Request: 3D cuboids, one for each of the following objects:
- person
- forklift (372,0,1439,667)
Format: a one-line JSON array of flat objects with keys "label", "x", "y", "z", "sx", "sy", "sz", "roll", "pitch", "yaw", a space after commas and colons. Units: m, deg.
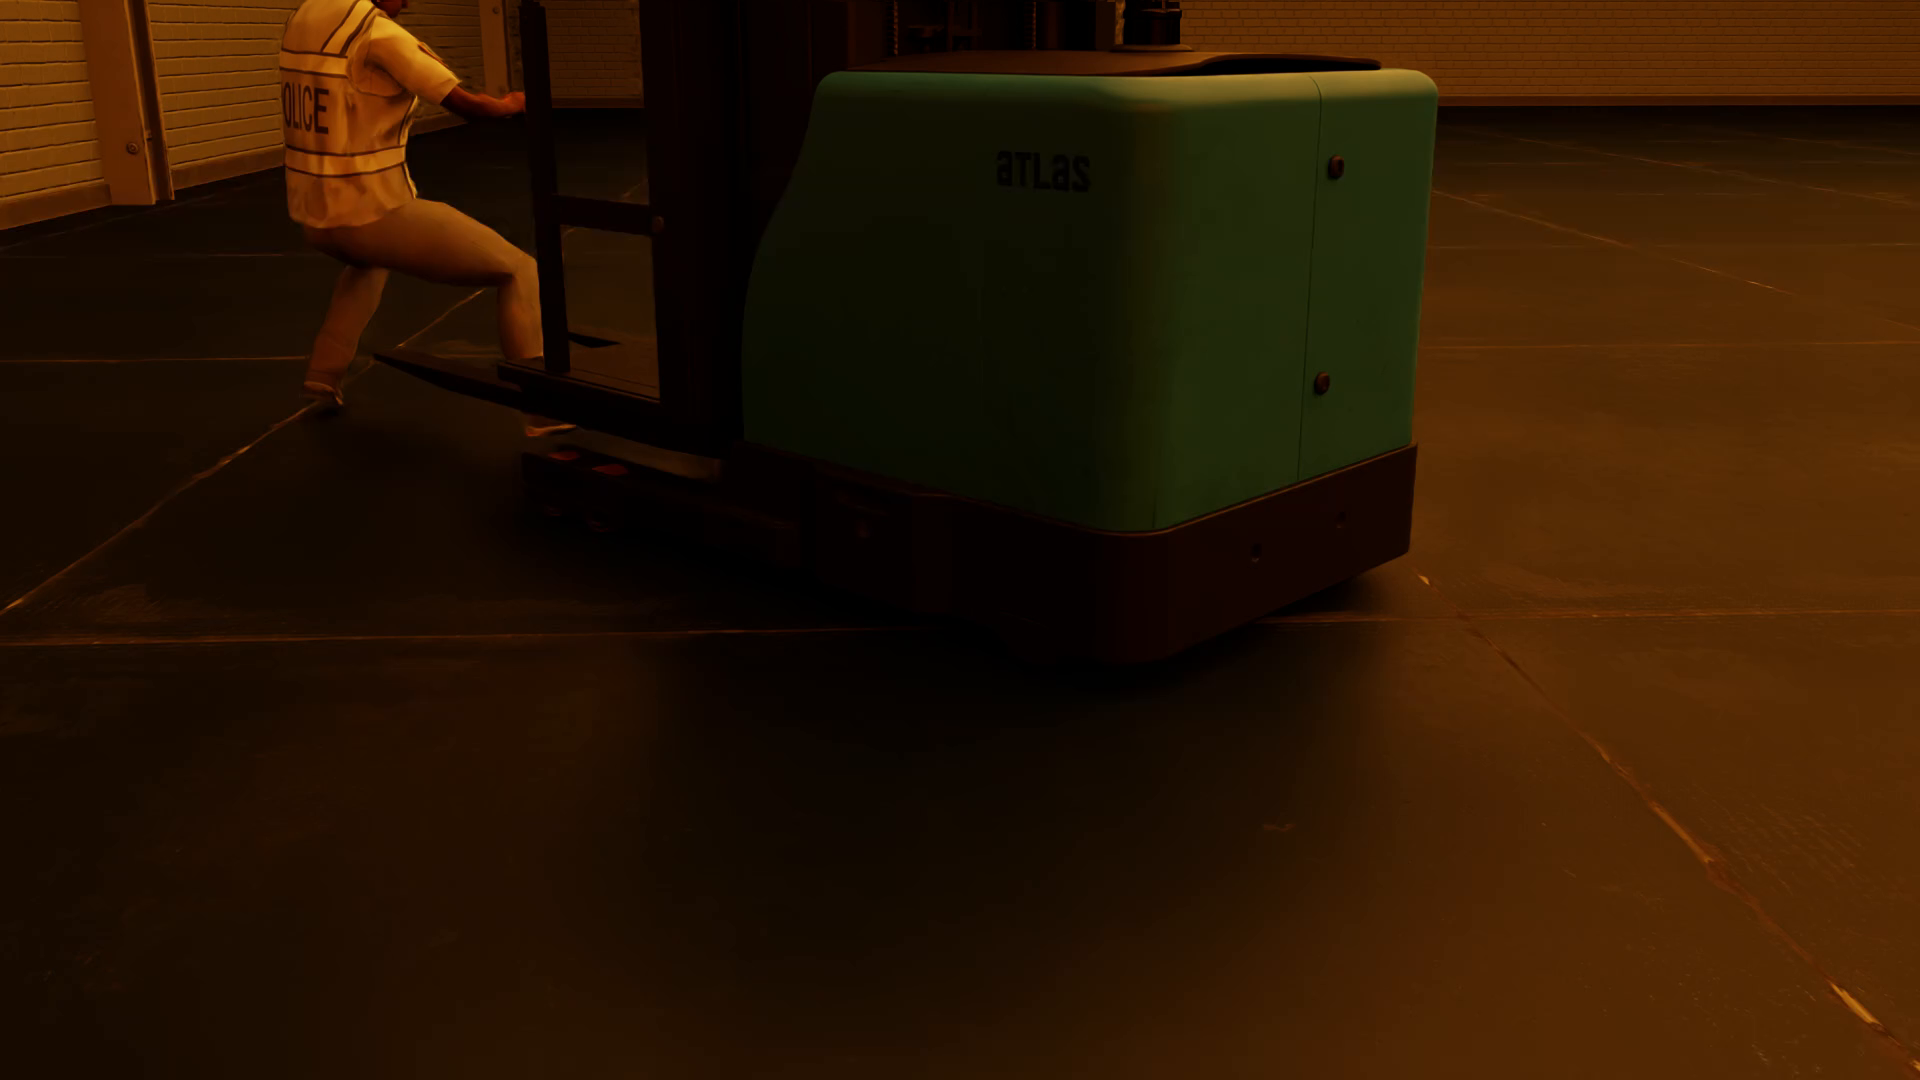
[{"label": "person", "x": -1.565, "y": -1.013, "z": 4.748, "sx": 1.098, "sy": 1.421, "sz": 0.671, "roll": 15, "pitch": 23, "yaw": 41}, {"label": "forklift", "x": -0.438, "y": -1.516, "z": 3.862, "sx": 3.031, "sy": 2.935, "sz": 1.130, "roll": 16, "pitch": 23, "yaw": 41}]
